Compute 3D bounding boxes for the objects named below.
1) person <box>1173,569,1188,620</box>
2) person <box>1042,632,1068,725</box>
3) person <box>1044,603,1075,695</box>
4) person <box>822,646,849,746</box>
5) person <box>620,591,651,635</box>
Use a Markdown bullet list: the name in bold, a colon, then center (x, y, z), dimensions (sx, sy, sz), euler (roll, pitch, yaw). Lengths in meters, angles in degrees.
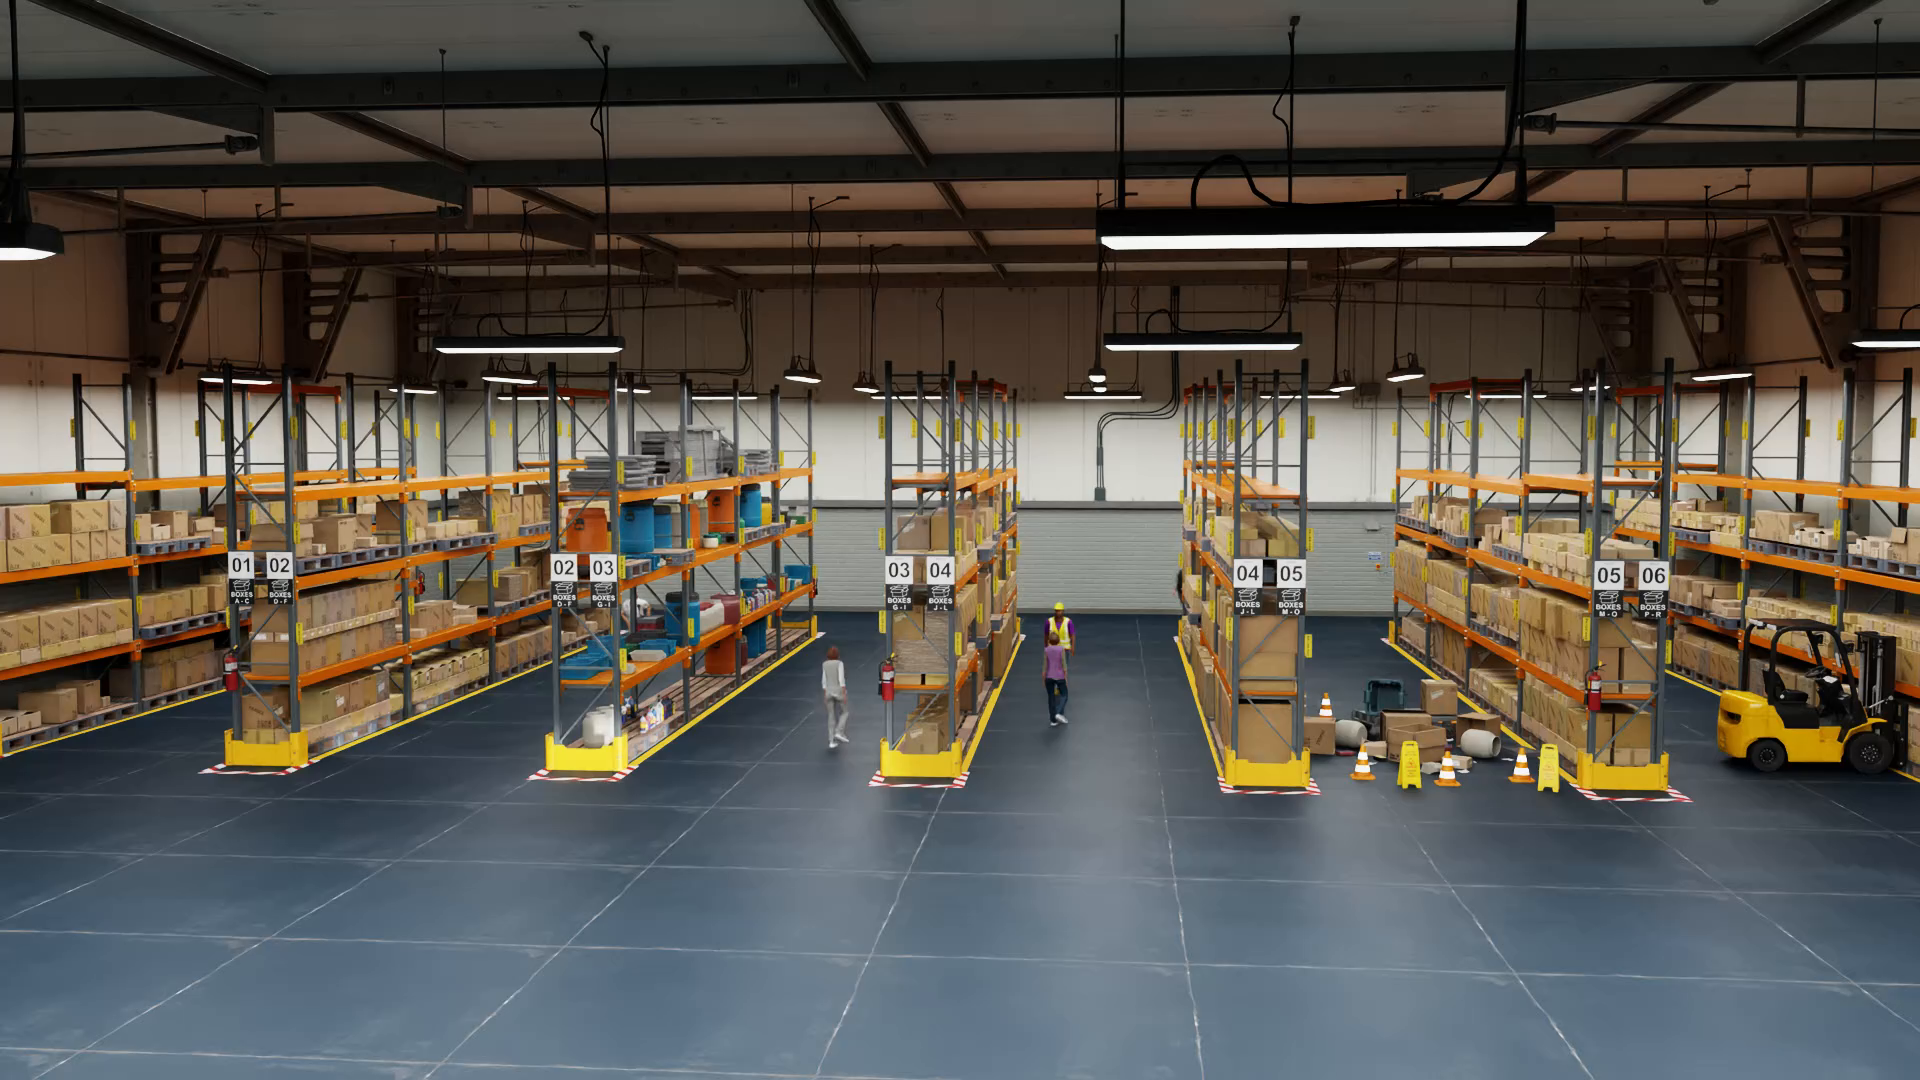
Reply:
- **person**: center (5.796, 1.346, 42.729), dimensions (0.550, 1.674, 1.064), euler (2, 4, 33)
- **person**: center (1.609, 2.358, 28.142), dimensions (0.463, 1.596, 0.471), euler (1, 4, 10)
- **person**: center (1.890, 2.057, 31.568), dimensions (0.594, 1.712, 1.081), euler (0, 4, 3)
- **person**: center (-1.982, 2.466, 26.360), dimensions (0.456, 1.584, 0.442), euler (1, 4, 13)
- **person**: center (-7.037, 1.838, 36.144), dimensions (0.577, 1.579, 0.751), euler (1, 4, 14)
